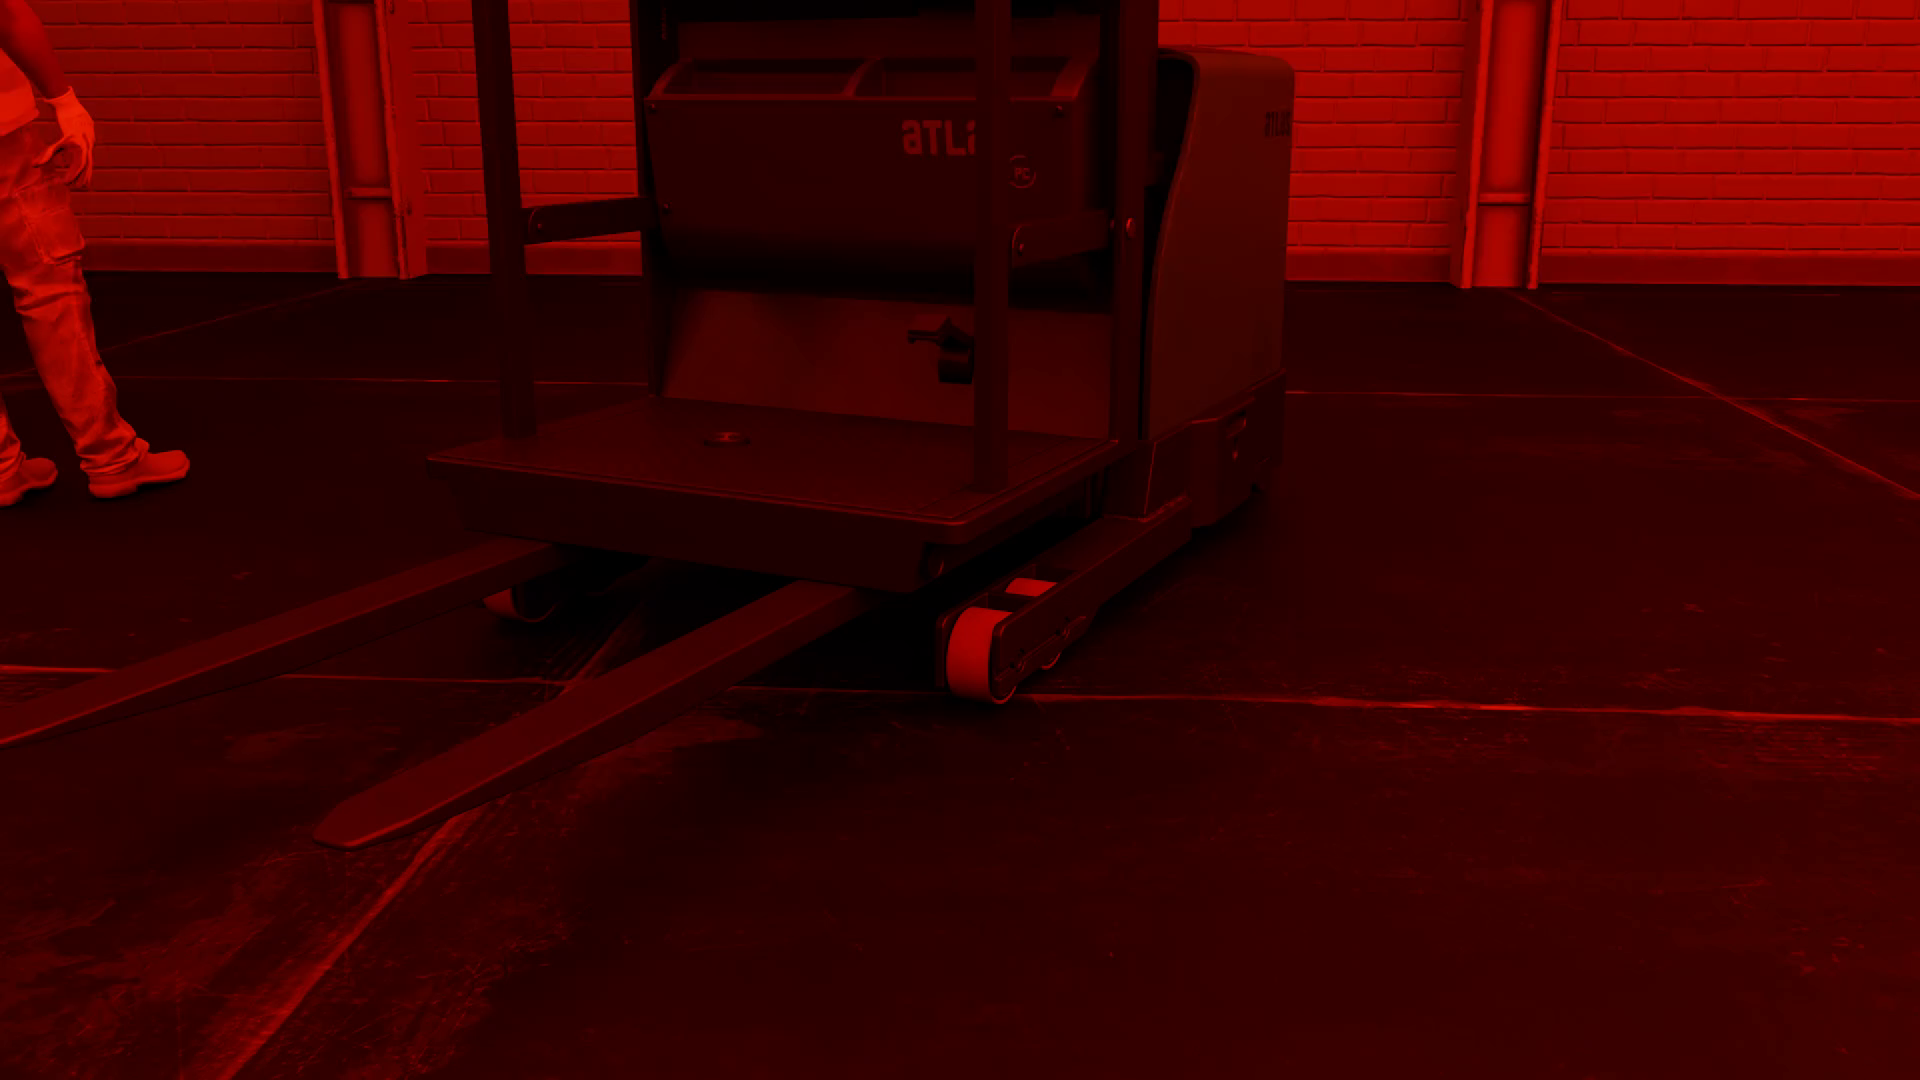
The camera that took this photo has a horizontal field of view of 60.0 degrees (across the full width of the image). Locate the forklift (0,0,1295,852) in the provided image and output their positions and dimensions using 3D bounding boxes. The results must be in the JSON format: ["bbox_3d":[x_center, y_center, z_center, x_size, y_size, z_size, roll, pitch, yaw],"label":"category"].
[{"bbox_3d":[-0.277,-1.268,2.889,1.130,2.935,3.031,7,17,25],"label":"forklift"}]

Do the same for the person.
[{"bbox_3d":[-2.361,-0.973,3.971,0.661,1.784,0.578,2,15,8],"label":"person"}]
